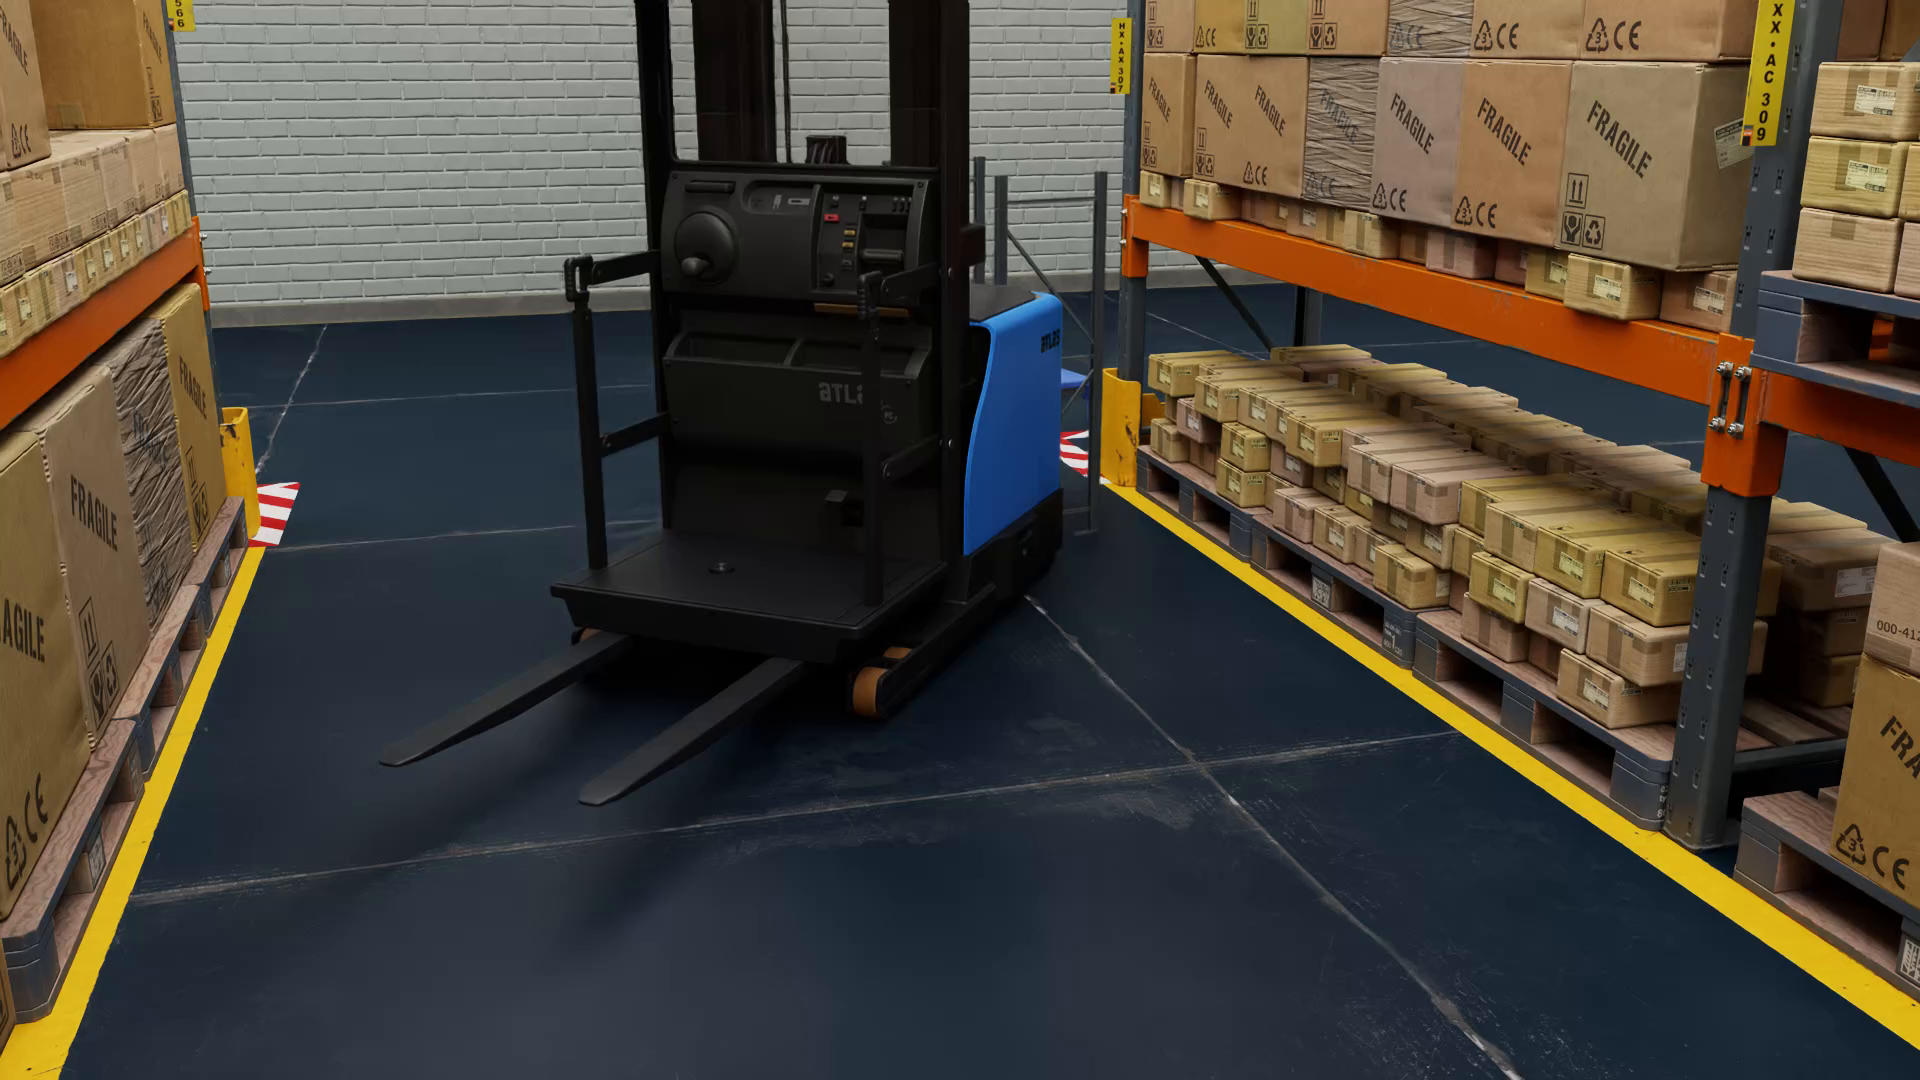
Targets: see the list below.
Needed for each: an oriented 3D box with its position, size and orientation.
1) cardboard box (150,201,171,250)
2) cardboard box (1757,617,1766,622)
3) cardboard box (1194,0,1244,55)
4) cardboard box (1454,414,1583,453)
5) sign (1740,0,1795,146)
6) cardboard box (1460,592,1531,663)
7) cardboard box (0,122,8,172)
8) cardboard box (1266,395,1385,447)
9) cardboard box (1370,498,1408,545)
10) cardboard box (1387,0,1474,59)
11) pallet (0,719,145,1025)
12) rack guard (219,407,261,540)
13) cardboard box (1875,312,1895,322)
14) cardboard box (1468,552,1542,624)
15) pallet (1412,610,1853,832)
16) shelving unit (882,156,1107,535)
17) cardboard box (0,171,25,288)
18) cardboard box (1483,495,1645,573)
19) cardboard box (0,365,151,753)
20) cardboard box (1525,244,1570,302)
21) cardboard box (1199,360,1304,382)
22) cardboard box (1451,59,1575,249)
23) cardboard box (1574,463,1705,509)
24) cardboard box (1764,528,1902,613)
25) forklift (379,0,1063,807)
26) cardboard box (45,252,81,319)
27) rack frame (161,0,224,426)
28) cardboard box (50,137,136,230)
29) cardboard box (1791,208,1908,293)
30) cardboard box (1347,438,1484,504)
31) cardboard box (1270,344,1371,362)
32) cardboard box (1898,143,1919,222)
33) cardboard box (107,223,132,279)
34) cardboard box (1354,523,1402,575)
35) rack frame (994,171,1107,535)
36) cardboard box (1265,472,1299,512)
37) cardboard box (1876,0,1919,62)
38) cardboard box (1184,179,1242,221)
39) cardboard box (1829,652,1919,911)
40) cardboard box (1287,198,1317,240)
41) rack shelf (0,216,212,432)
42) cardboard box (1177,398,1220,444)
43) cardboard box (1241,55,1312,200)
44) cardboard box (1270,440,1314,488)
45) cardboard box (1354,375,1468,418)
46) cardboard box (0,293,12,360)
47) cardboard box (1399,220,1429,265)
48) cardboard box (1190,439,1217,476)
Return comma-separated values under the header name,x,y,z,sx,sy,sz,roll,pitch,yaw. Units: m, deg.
name,x,y,z,sx,sy,sz,roll,pitch,yaw
cardboard box,-2.997,-1.094,5.818,0.380,0.149,0.250,-5,17,-15
cardboard box,2.396,0.147,4.958,0.380,0.149,0.250,-5,17,-15
cardboard box,1.257,-2.178,6.560,0.500,0.500,0.500,-4,17,-14
cardboard box,2.043,-0.353,6.105,0.380,0.149,0.250,-5,17,-15
sign,1.824,-1.056,3.749,0.100,0.325,0.005,-5,17,-15
cardboard box,1.783,0.250,5.132,0.380,0.149,0.250,-5,18,-17
cardboard box,-2.467,-1.042,3.646,0.500,0.500,0.500,-5,17,-15
cardboard box,1.414,-0.456,6.447,0.380,0.149,0.250,-4,17,-13
cardboard box,1.657,-0.095,5.763,0.380,0.149,0.250,-6,18,-18
cardboard box,1.680,-1.750,5.134,0.500,0.500,0.500,-4,17,-14
pallet,-2.587,0.797,3.933,1.003,0.211,1.213,-5,17,-15
rack guard,-3.559,-0.238,6.876,1.175,0.500,0.348,-5,17,-15
cardboard box,2.580,-0.670,4.407,0.380,0.149,0.250,-4,17,-13
cardboard box,1.774,0.127,5.025,0.380,0.149,0.250,-5,18,-17
pallet,2.125,0.466,5.034,1.003,0.211,1.213,-5,17,-15
shelving unit,0.123,-0.852,7.181,0.538,1.500,1.048,-9,19,-27
cardboard box,-2.462,-0.682,3.751,0.500,0.250,0.500,-5,17,-16
cardboard box,1.812,-0.021,4.999,0.380,0.149,0.250,-5,17,-16
cardboard box,-2.805,0.056,4.514,0.875,0.875,0.875,-5,17,-15
cardboard box,1.848,-0.768,4.731,0.380,0.149,0.250,-4,17,-13
cardboard box,1.253,-0.675,7.177,0.380,0.149,0.250,-4,17,-14
cardboard box,1.797,-1.132,4.816,0.500,0.500,0.500,-5,17,-17
cardboard box,2.219,-0.136,5.383,0.380,0.149,0.250,-5,17,-17
cardboard box,2.448,0.081,4.659,0.380,0.149,0.250,-4,17,-13
forklift,-0.618,-0.986,5.141,1.130,2.935,3.031,7,18,21
cardboard box,-2.571,-0.669,4.401,0.380,0.149,0.250,-4,17,-15
rack frame,-3.552,-1.429,6.494,1.000,3.000,0.127,-5,17,-15
cardboard box,-2.885,-1.105,5.161,0.500,0.250,0.500,-5,18,-17
cardboard box,2.010,-0.622,3.515,0.380,0.149,0.250,-6,18,-18
cardboard box,1.566,-0.240,5.728,0.380,0.149,0.250,-5,18,-17
cardboard box,1.633,-0.787,7.550,0.380,0.149,0.250,-4,17,-15
cardboard box,2.083,-0.693,3.234,0.380,0.149,0.250,-5,17,-16
cardboard box,-2.784,-0.882,5.111,0.380,0.149,0.250,-5,17,-15
cardboard box,1.617,0.032,5.856,0.380,0.149,0.250,-4,17,-14
rack frame,0.361,-0.723,6.751,0.500,1.500,0.032,-9,19,-27
cardboard box,1.433,-0.182,6.569,0.380,0.149,0.250,-5,17,-15
cardboard box,2.454,-1.500,4.302,0.500,0.500,0.500,-4,17,-14
cardboard box,1.150,-1.411,6.873,0.380,0.149,0.250,-5,17,-17
cardboard box,2.292,0.535,3.572,0.500,0.500,0.500,-4,17,-13
cardboard box,1.445,-1.203,6.180,0.380,0.149,0.250,-5,17,-16
rack shelf,-3.003,-0.531,4.756,1.077,0.370,4.000,-5,17,-15
cardboard box,1.162,-0.526,7.197,0.380,0.149,0.250,-5,17,-16
cardboard box,1.396,-1.555,6.223,0.500,0.500,0.500,-4,17,-15
cardboard box,1.445,-0.320,6.510,0.380,0.149,0.250,-6,18,-18
cardboard box,1.851,-0.575,6.843,0.380,0.149,0.250,-5,18,-17
cardboard box,-2.360,-0.456,3.691,0.380,0.149,0.250,-4,17,-13
cardboard box,1.679,-0.989,5.466,0.380,0.149,0.250,-5,17,-16
cardboard box,1.231,-0.393,7.270,0.380,0.149,0.250,-5,17,-15
